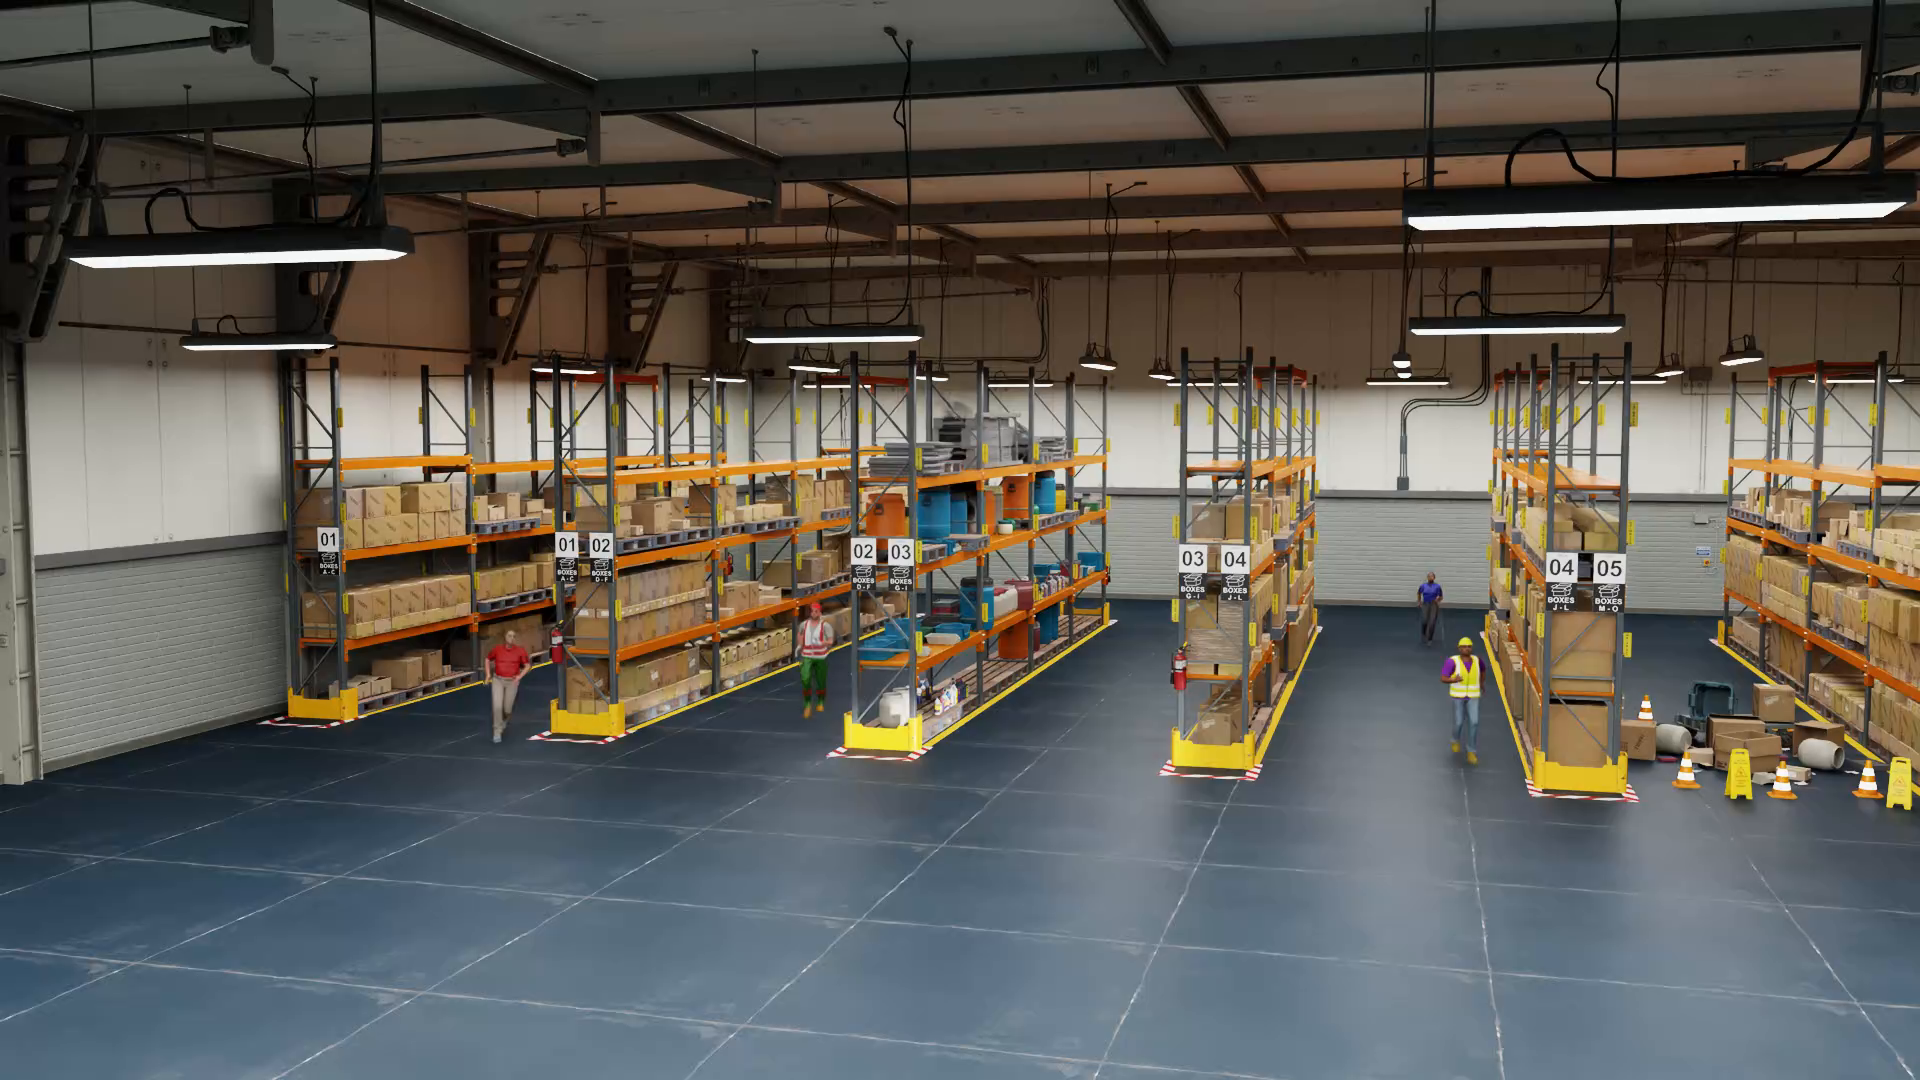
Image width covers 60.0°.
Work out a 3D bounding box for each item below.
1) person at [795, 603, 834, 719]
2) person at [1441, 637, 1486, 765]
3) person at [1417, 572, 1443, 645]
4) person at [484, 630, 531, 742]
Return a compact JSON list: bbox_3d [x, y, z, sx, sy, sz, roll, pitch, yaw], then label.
[{"bbox_3d":[-2.326,1.912,26.517,0.645,1.825,0.733,0,4,4],"label":"person"},{"bbox_3d":[7.370,2.309,24.278,0.694,1.781,0.887,0,4,6],"label":"person"},{"bbox_3d":[10.319,1.514,36.545,0.558,1.619,0.566,1,4,17],"label":"person"},{"bbox_3d":[-7.081,2.260,26.035,0.701,1.710,0.735,-1,4,-13],"label":"person"}]
